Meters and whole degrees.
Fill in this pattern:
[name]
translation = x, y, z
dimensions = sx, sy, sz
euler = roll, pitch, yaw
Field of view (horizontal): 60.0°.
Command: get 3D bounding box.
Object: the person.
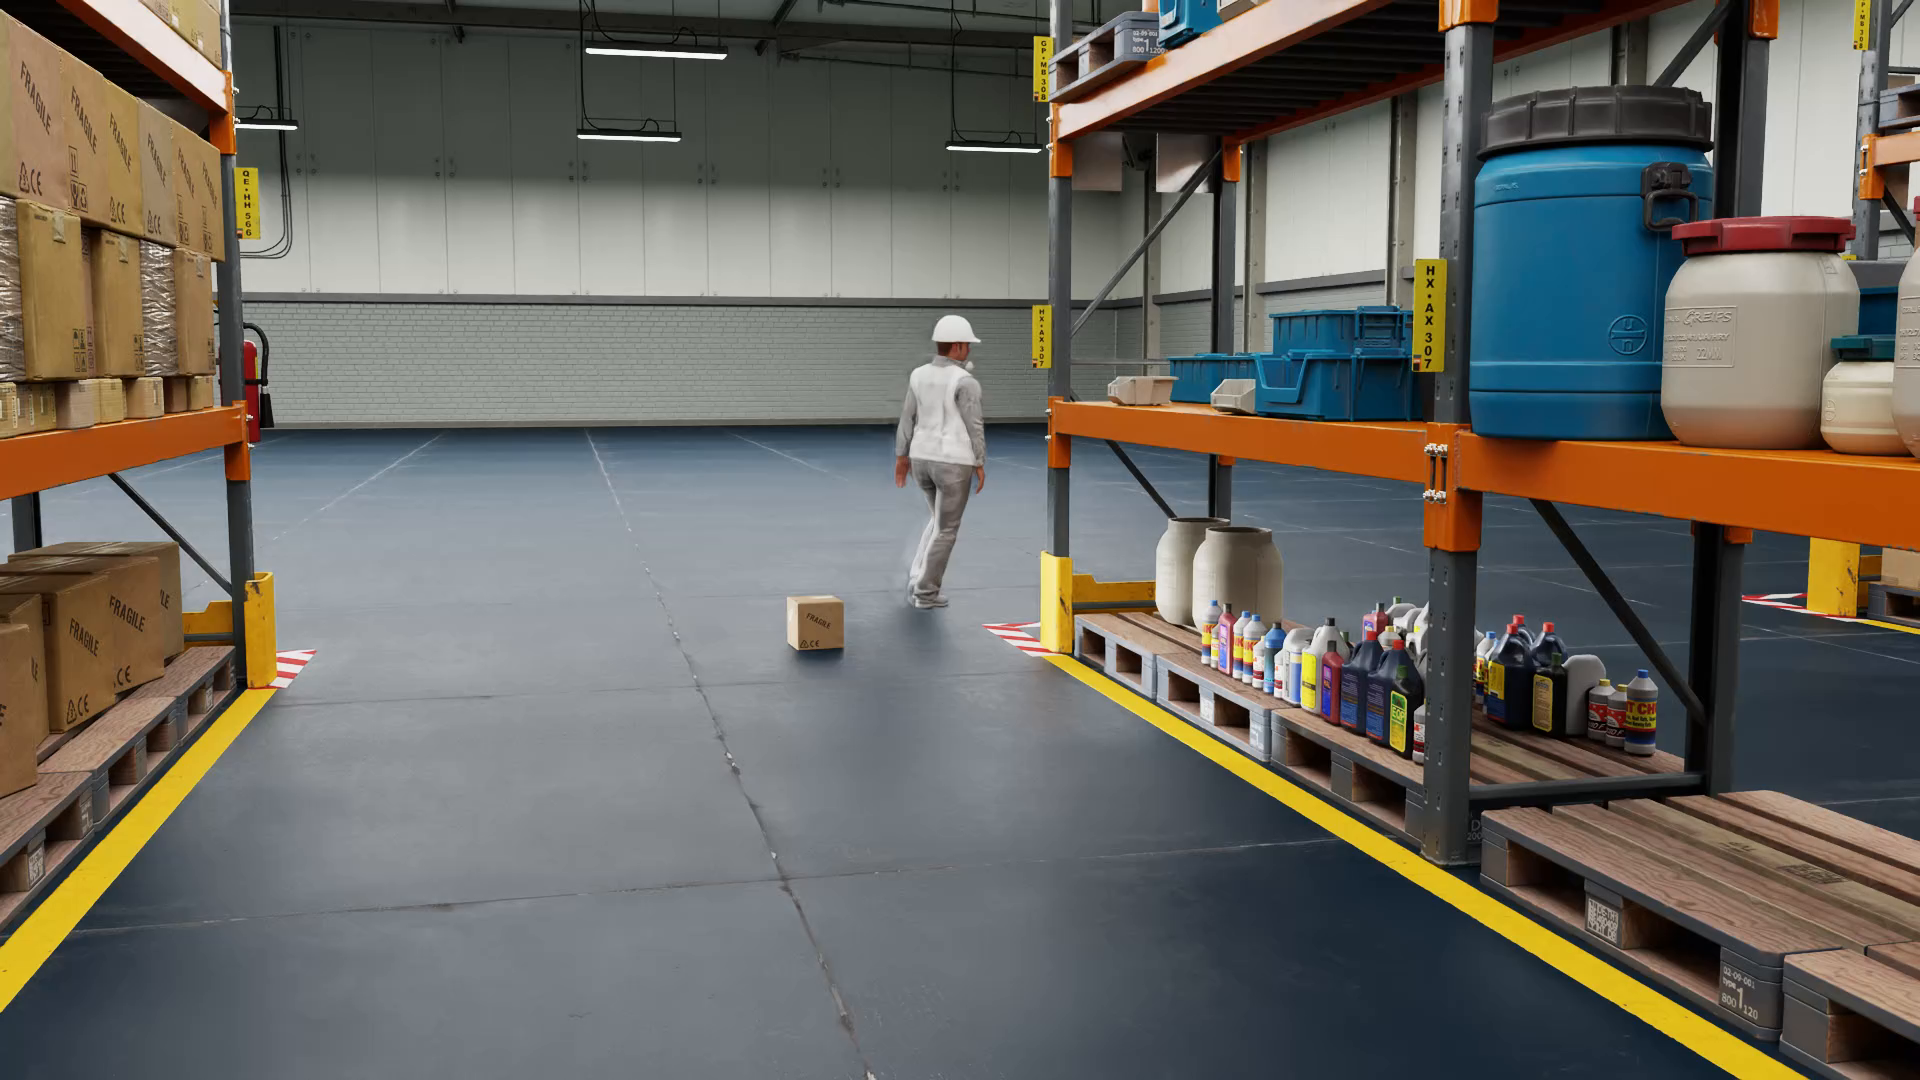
[person]
translation = -0.085, -0.439, 9.988
dimensions = 0.644, 1.797, 0.468
euler = 5, 8, 41
